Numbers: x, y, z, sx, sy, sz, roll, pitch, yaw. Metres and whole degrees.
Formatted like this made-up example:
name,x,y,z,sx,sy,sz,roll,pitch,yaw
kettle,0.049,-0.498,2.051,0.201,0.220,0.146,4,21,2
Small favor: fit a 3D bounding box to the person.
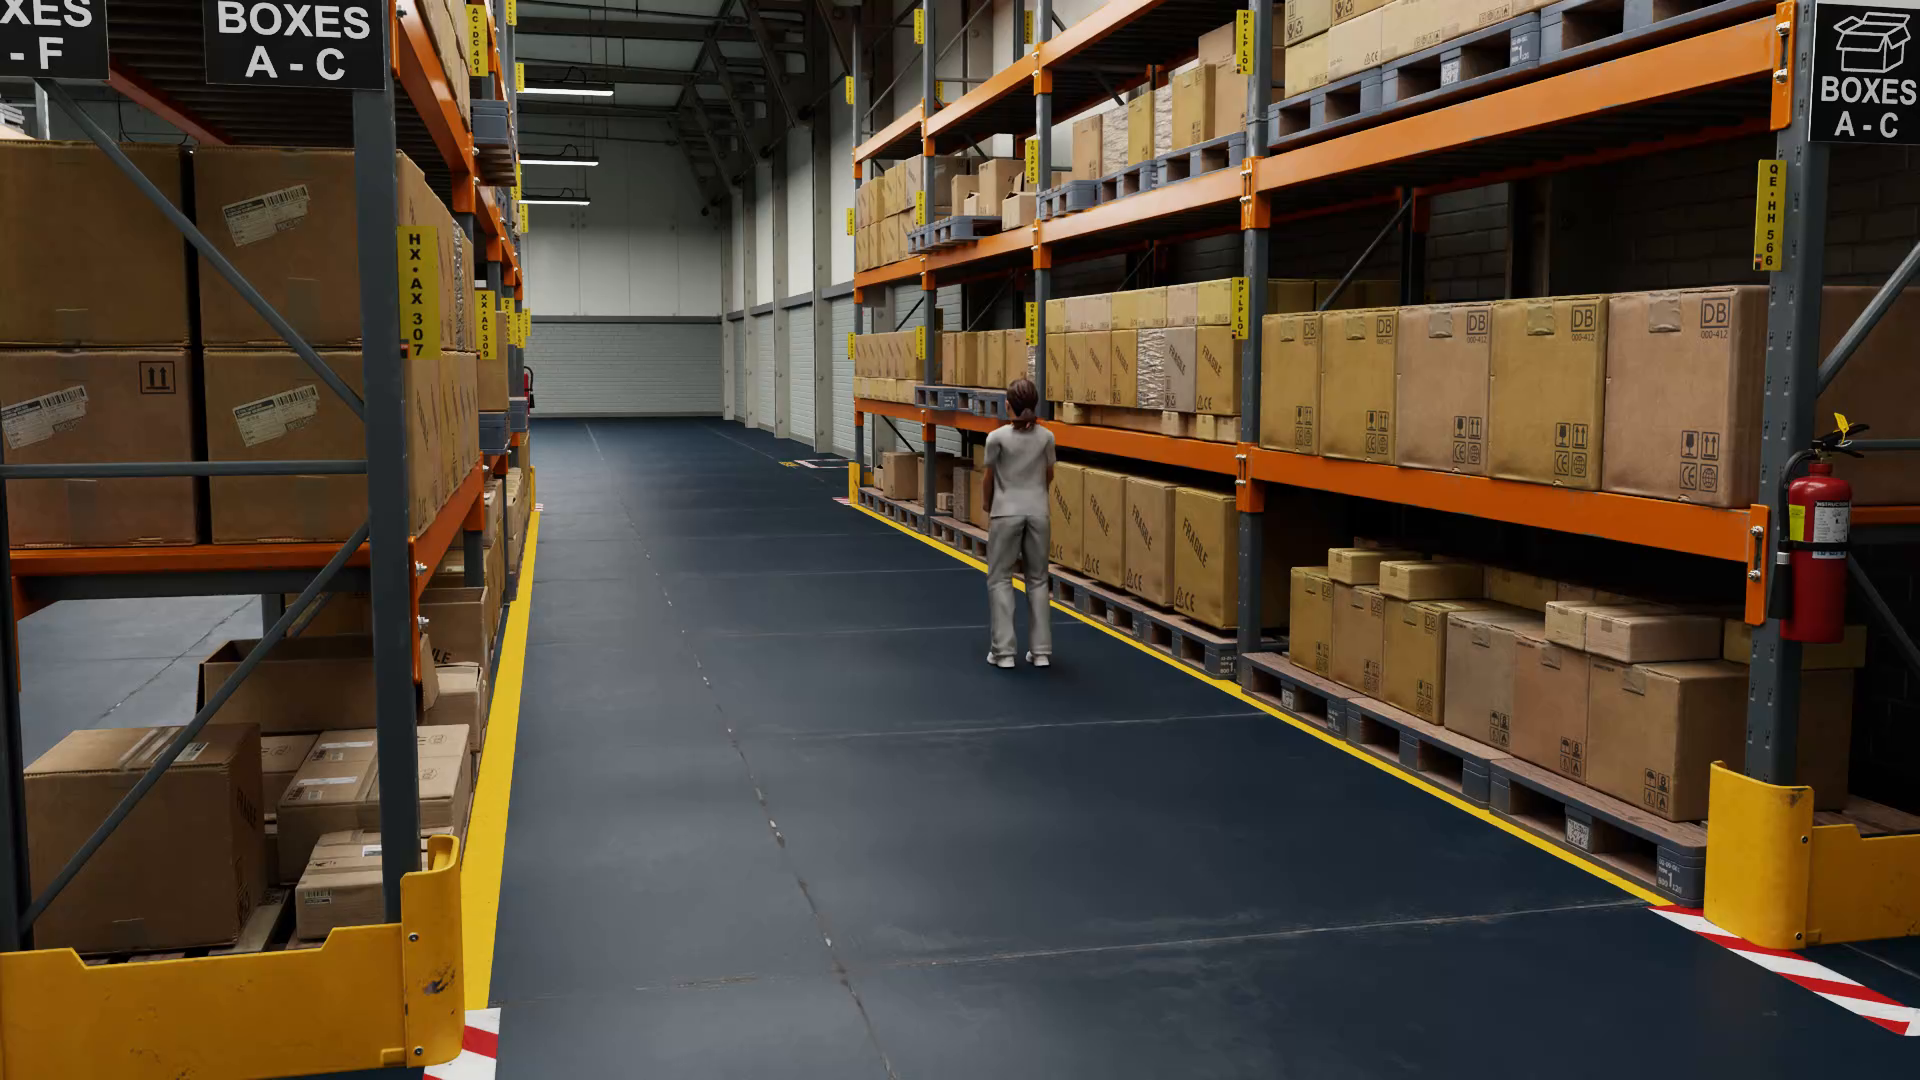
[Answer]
name,x,y,z,sx,sy,sz,roll,pitch,yaw
person,0.332,-0.104,9.660,0.436,1.664,0.558,-1,6,-13
